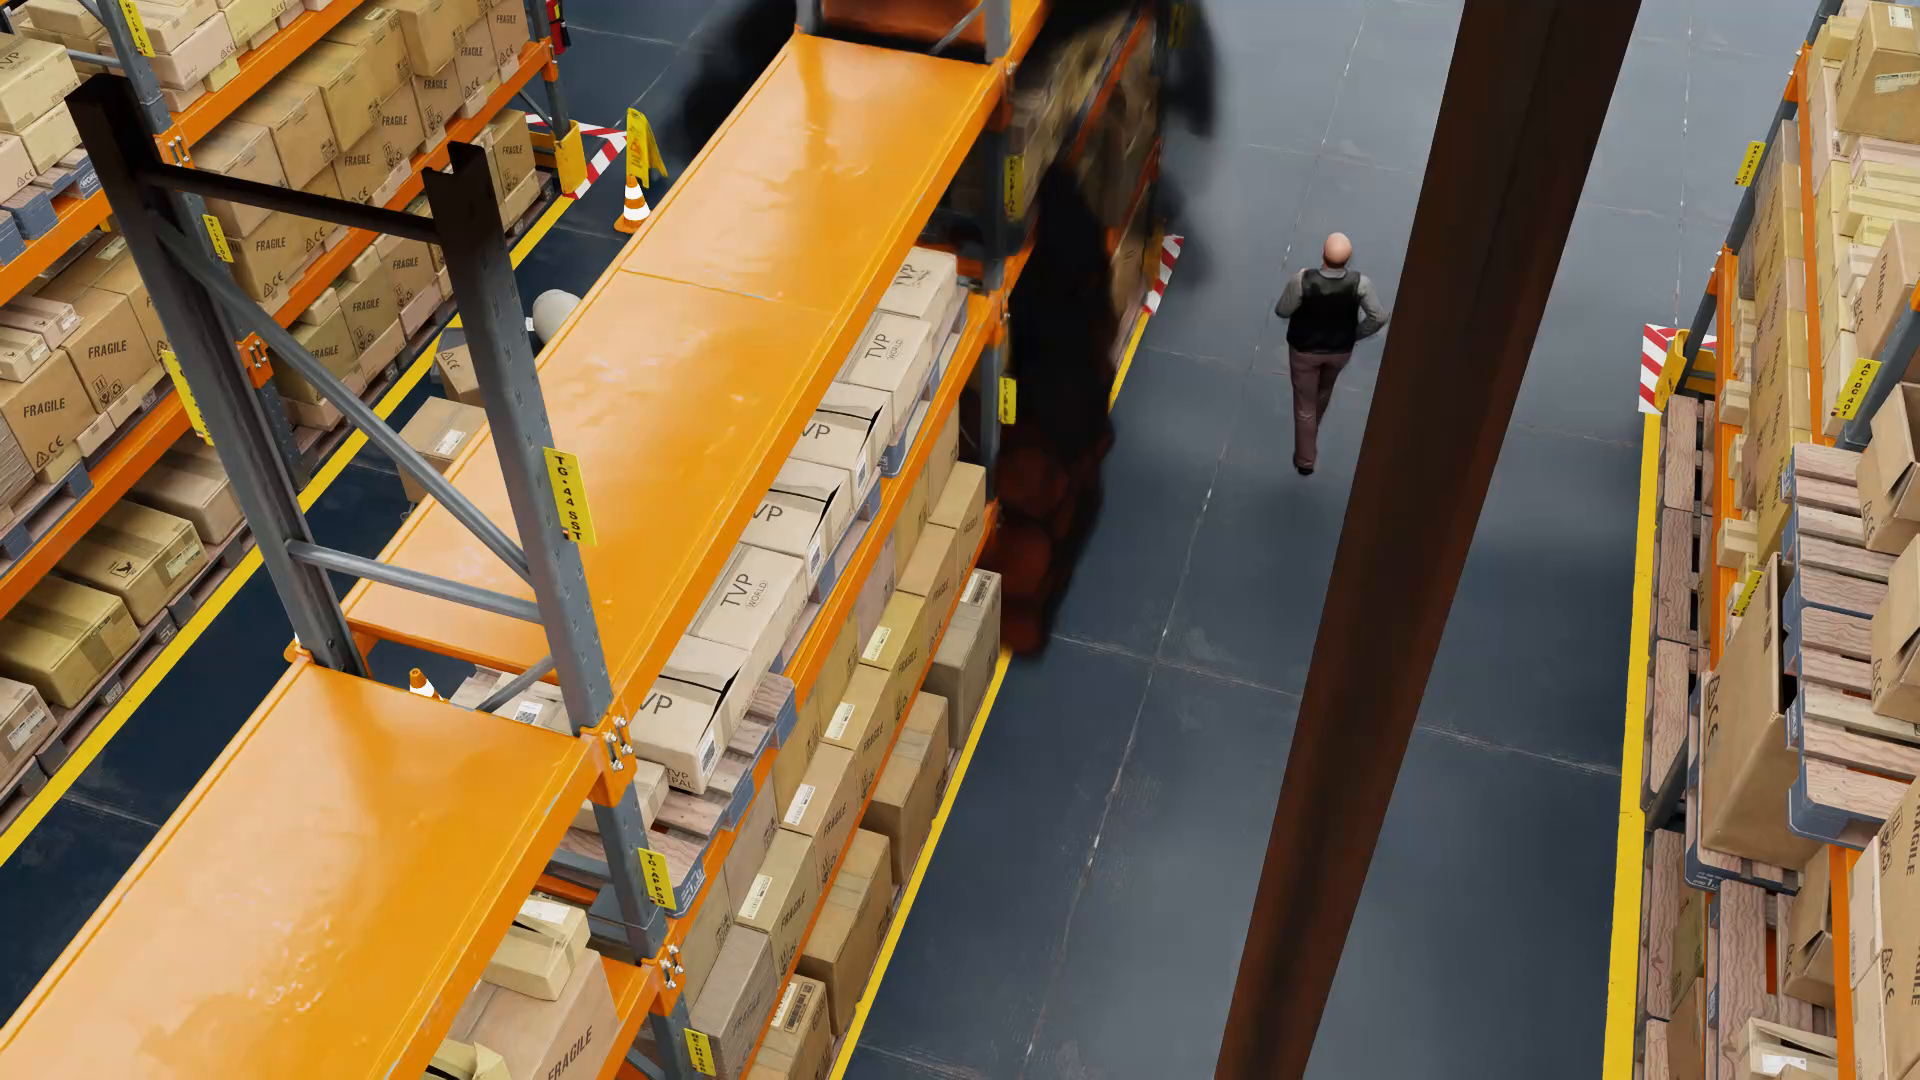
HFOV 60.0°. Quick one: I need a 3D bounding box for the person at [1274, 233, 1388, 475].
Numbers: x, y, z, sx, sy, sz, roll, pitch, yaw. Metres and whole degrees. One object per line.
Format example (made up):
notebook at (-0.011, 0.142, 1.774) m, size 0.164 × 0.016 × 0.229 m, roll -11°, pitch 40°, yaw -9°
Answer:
person at (2.306, -1.207, 10.724) m, size 0.642 × 1.818 × 0.765 m, roll -3°, pitch 46°, yaw -3°
